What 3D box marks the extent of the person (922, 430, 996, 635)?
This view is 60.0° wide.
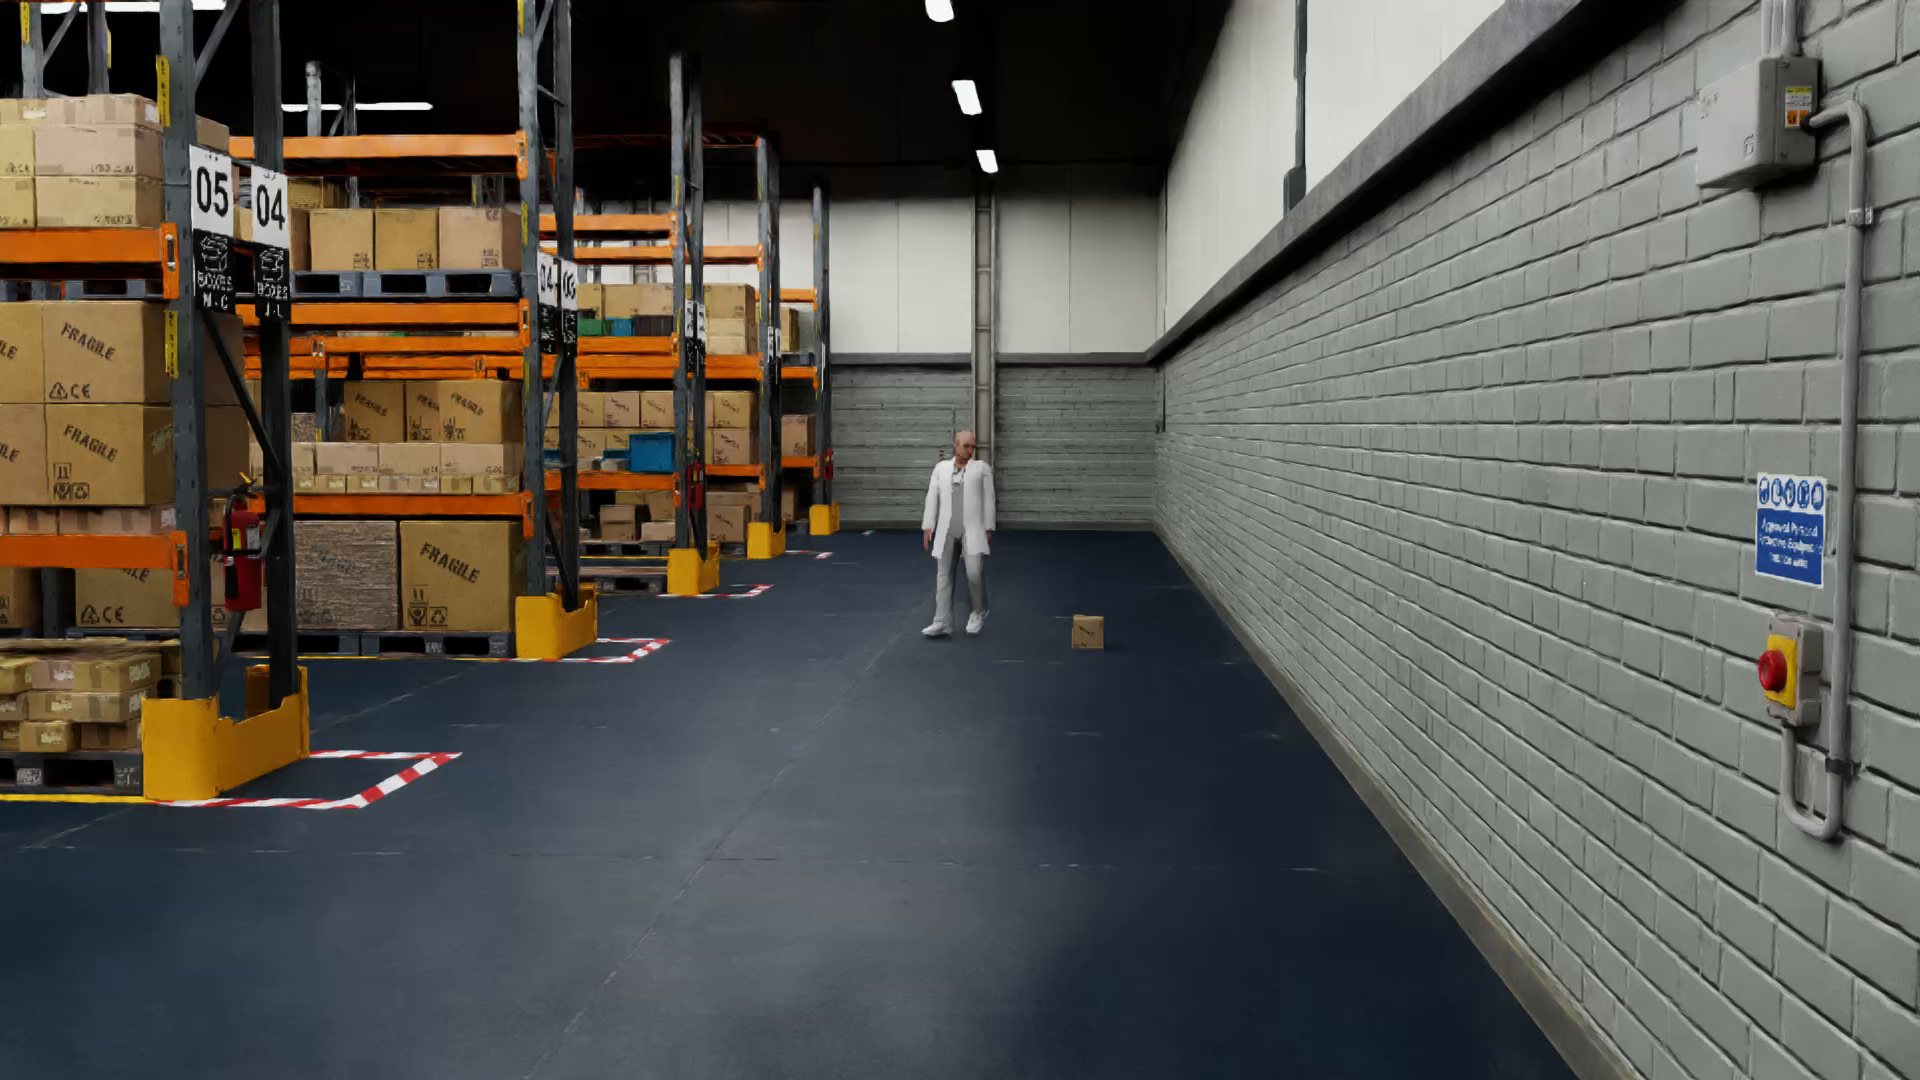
[{"bbox_3d":[0.000,-0.066,14.514,0.644,1.780,0.546,1,4,18],"label":"person"}]
